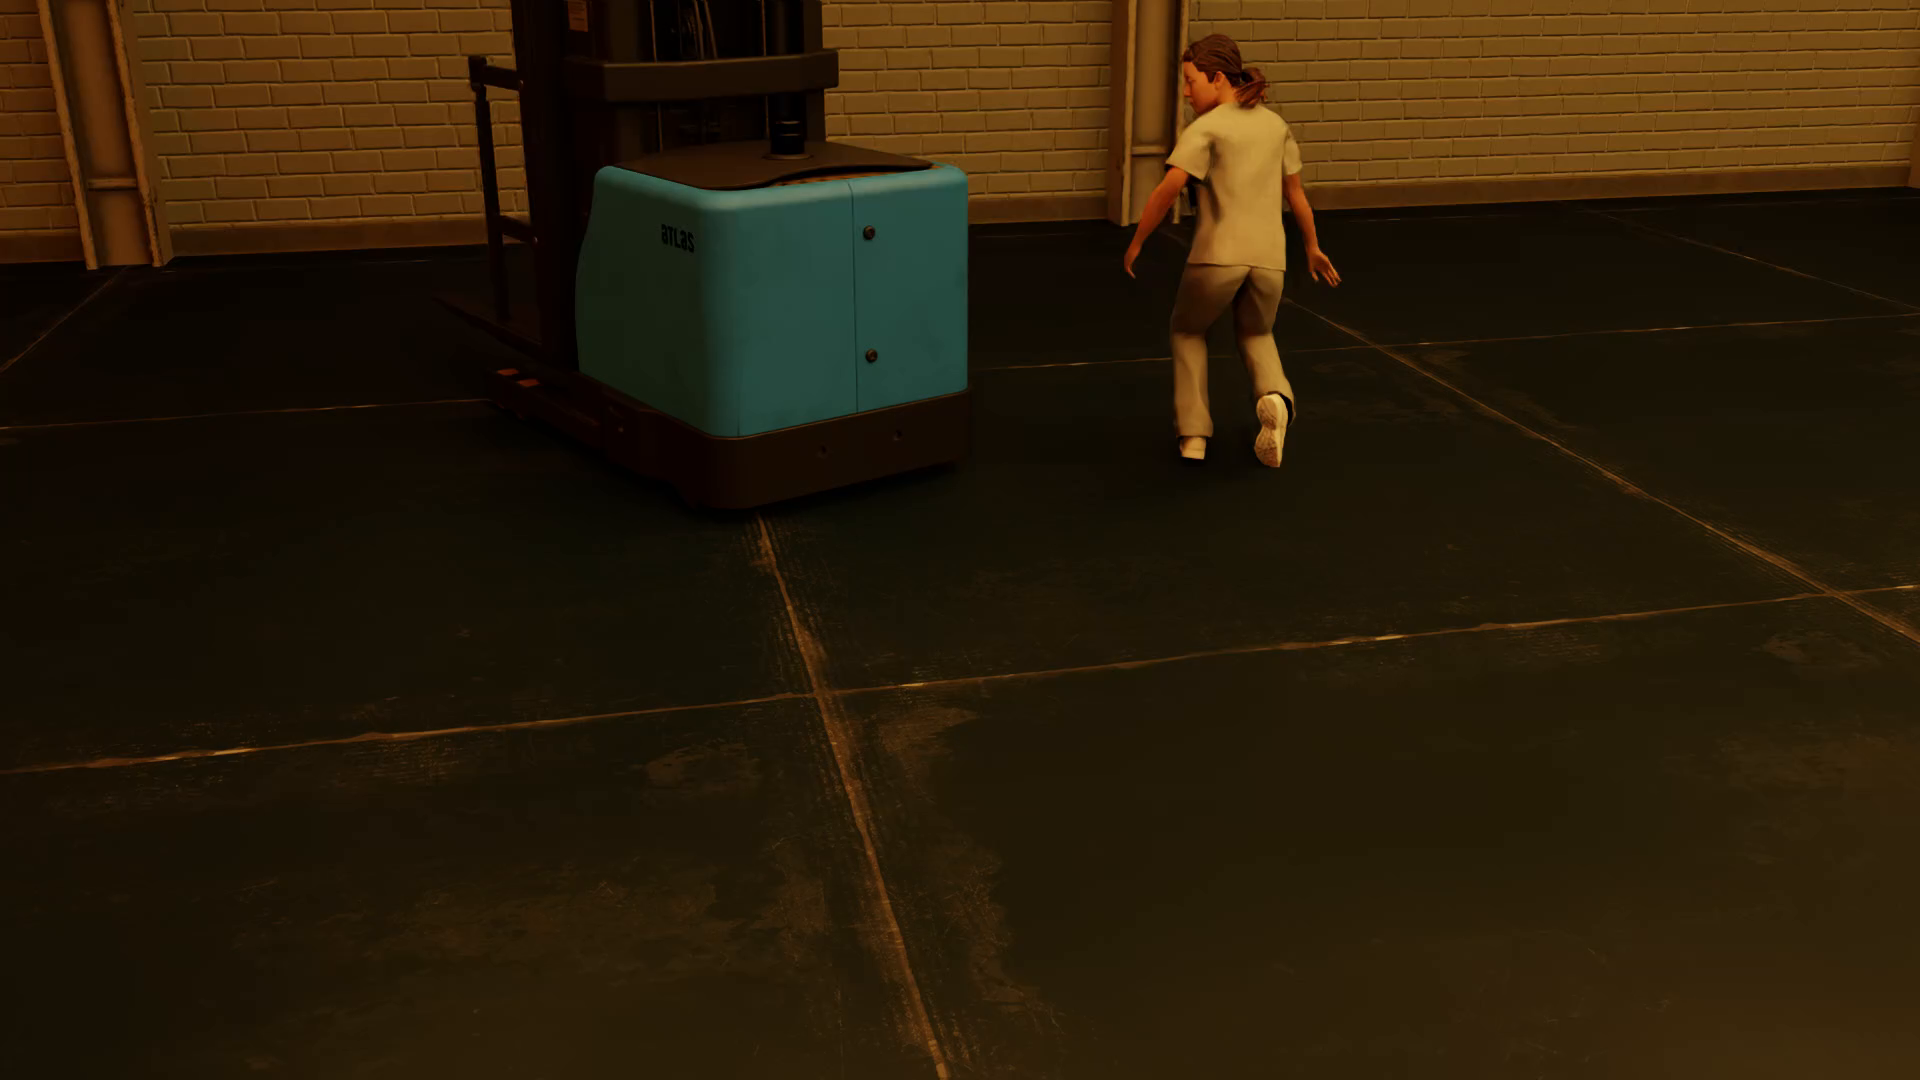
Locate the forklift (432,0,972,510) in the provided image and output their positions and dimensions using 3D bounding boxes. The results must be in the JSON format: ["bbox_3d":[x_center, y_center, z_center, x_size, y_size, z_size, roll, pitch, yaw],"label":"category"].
[{"bbox_3d":[-1.243,-1.928,6.236,1.130,2.935,3.031,-15,26,-34],"label":"forklift"}]

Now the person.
[{"bbox_3d":[0.997,-1.007,5.883,0.806,1.483,0.570,-6,22,-14],"label":"person"}]
